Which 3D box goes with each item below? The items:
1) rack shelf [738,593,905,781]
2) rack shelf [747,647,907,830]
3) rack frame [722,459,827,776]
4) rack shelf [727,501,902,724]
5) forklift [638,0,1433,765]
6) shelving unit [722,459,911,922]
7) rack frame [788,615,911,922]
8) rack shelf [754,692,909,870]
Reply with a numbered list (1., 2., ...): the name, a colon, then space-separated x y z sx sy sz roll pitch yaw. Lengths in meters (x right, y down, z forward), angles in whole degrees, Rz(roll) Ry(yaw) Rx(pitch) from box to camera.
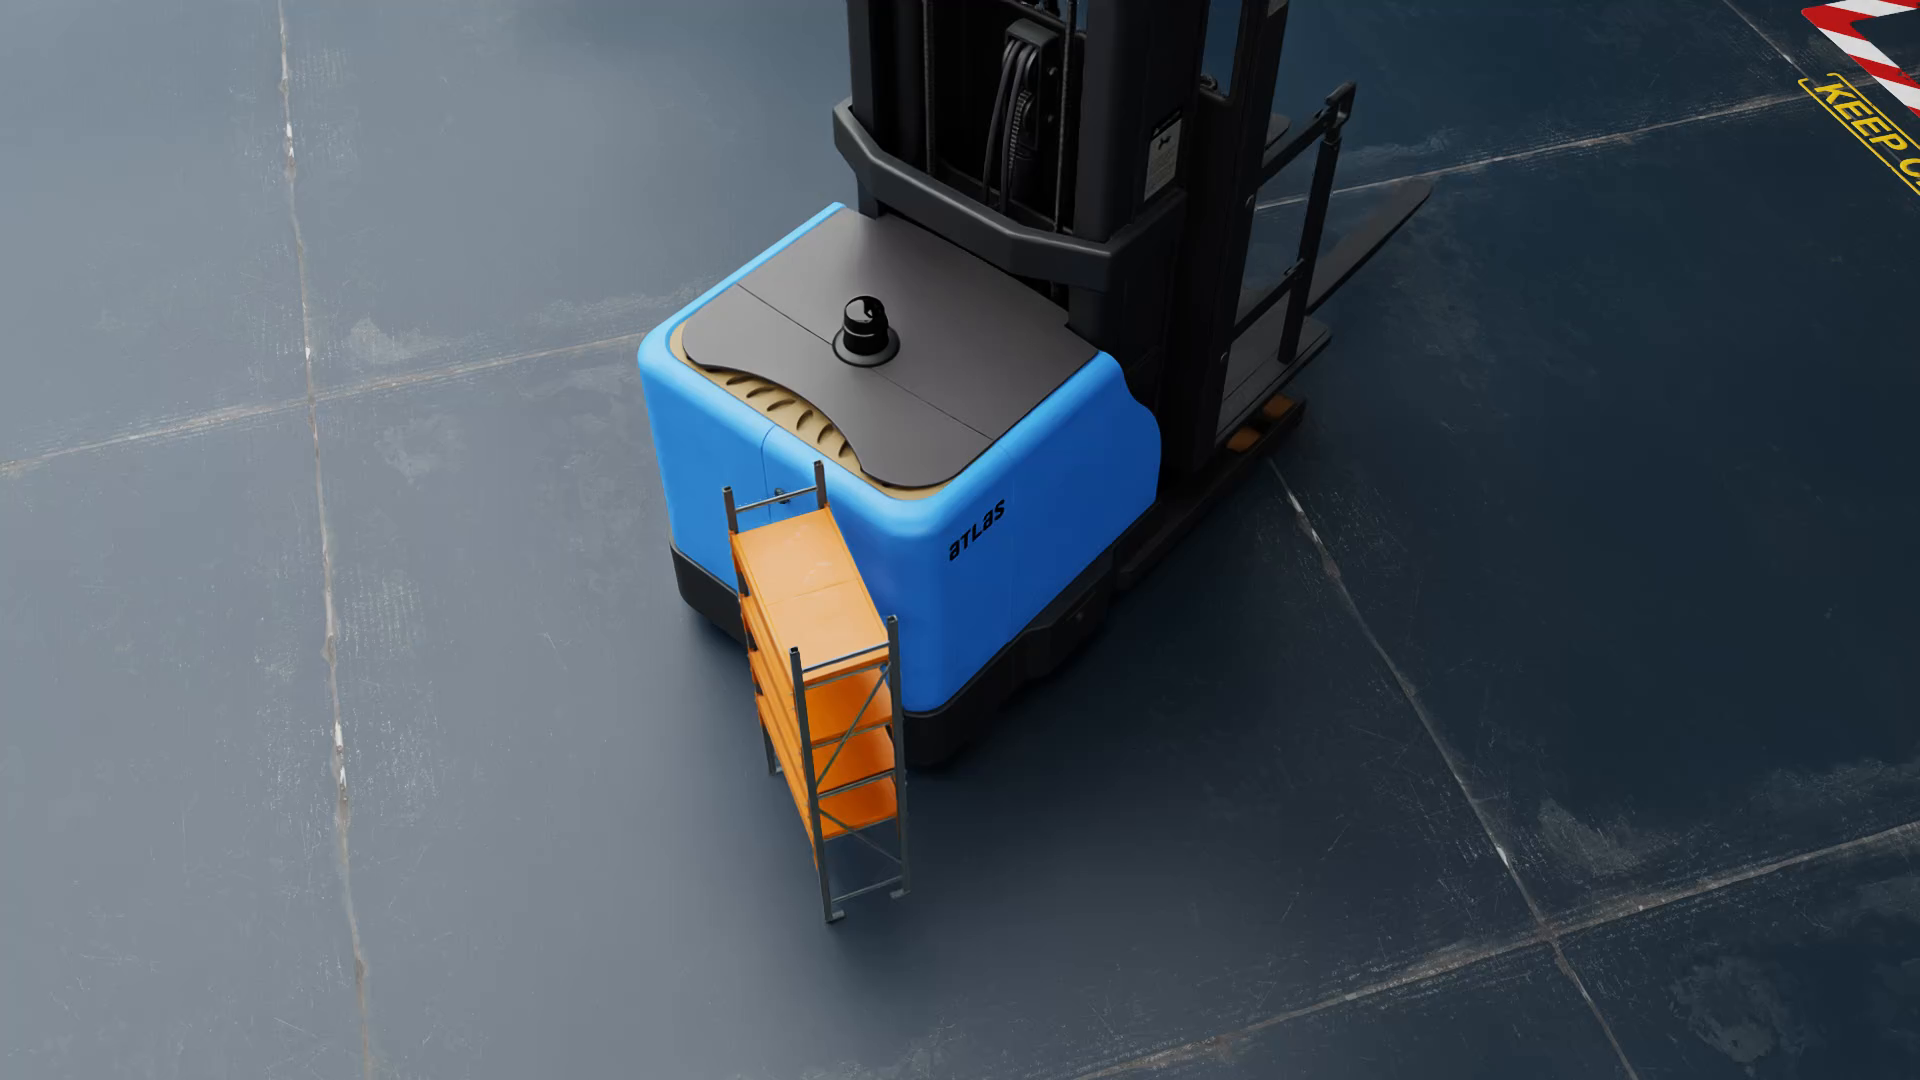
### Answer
1. rack shelf: -0.337 0.312 3.998 0.258 0.148 0.480 -17 52 -14
2. rack shelf: -0.337 0.456 4.169 0.258 0.148 0.480 -17 52 -14
3. rack frame: -0.428 0.239 4.264 0.240 1.200 0.015 -17 52 -14
4. rack shelf: -0.337 0.159 3.817 0.258 0.148 0.480 -17 52 -14
5. forklift: 0.486 -1.378 4.495 1.130 2.935 3.031 33 57 25
6. shelving unit: -0.337 0.412 4.118 0.258 1.200 0.503 -17 52 -14
7. rack frame: -0.246 0.586 3.972 0.240 1.200 0.015 -17 52 -14
8. rack shelf: -0.337 0.584 4.321 0.258 0.148 0.480 -17 52 -14
